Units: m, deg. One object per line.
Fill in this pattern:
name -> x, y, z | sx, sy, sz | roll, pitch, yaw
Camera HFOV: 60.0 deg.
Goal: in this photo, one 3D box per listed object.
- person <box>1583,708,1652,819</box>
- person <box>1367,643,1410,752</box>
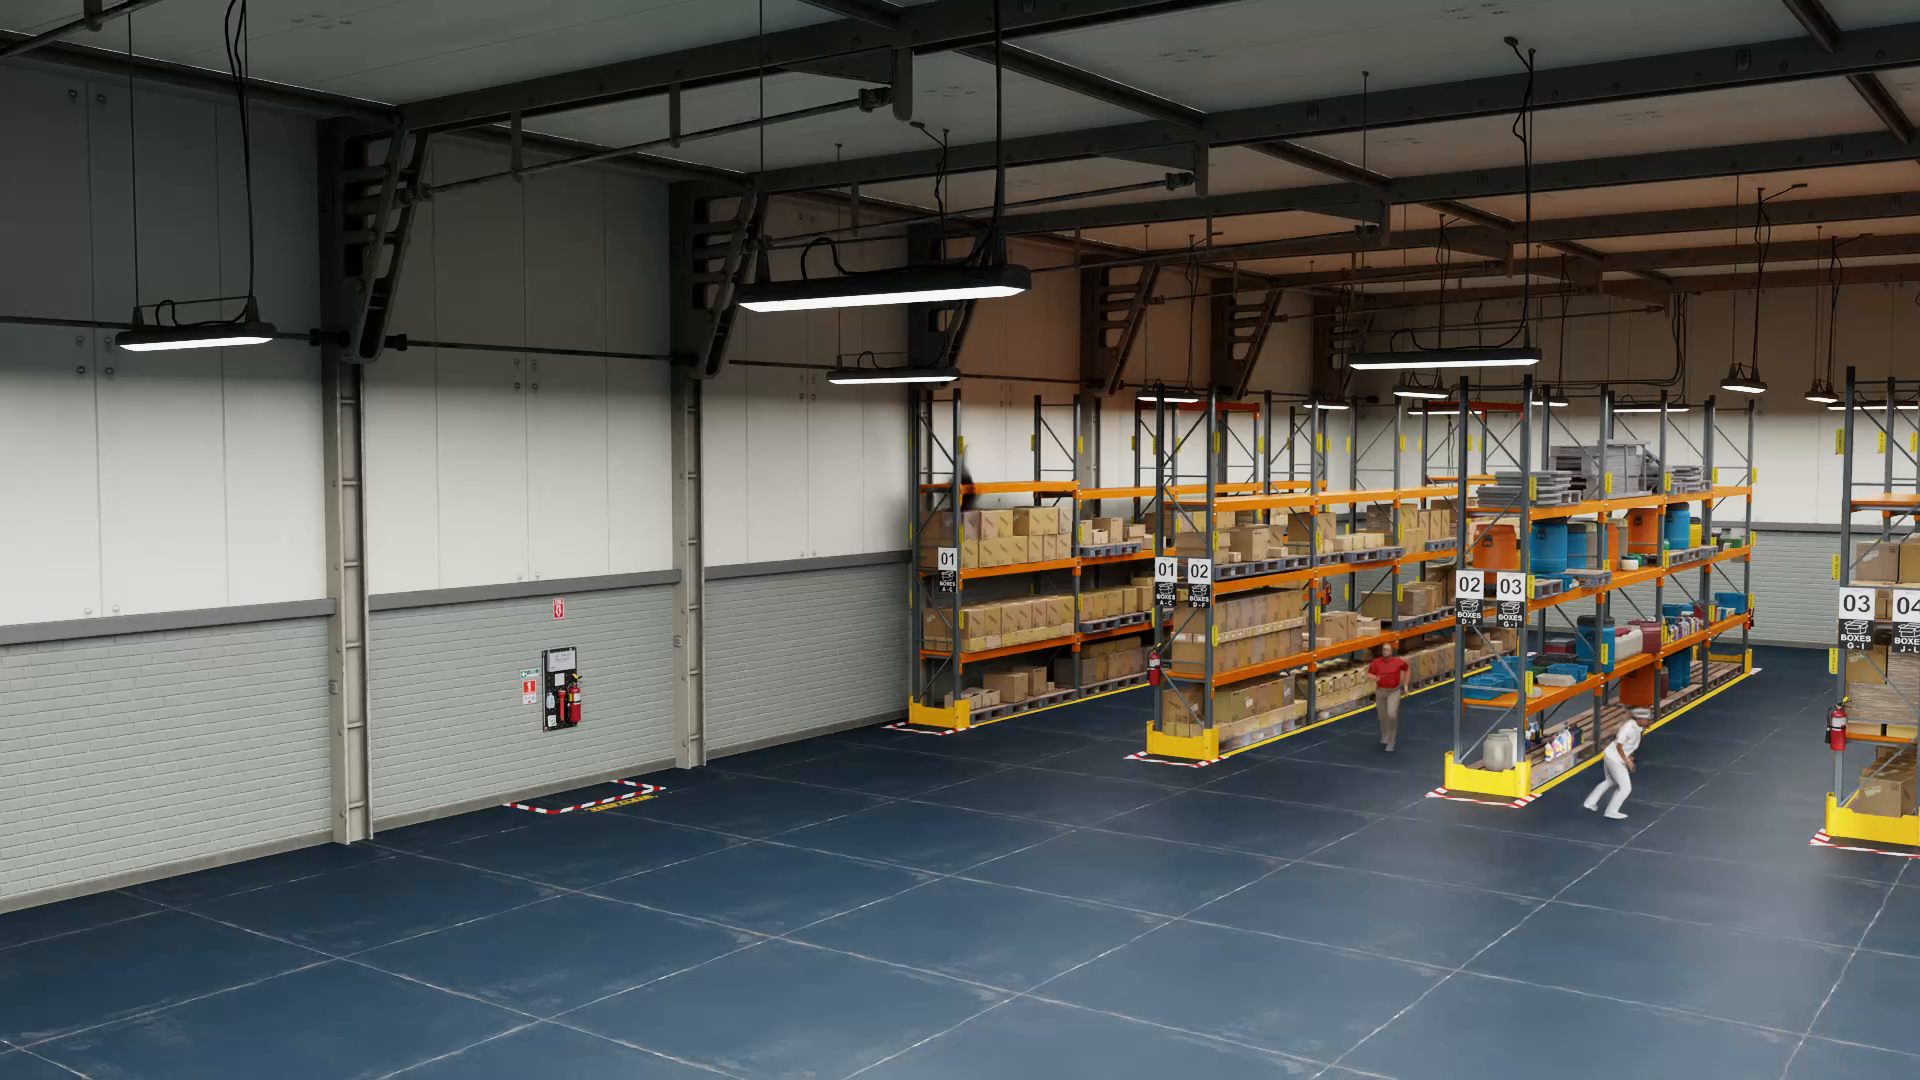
person -> 8.832, 2.974, 22.354 | 0.851, 1.519, 0.630 | 1, 4, 24
person -> 7.048, 2.586, 27.397 | 0.651, 1.799, 0.871 | 1, 4, 24
